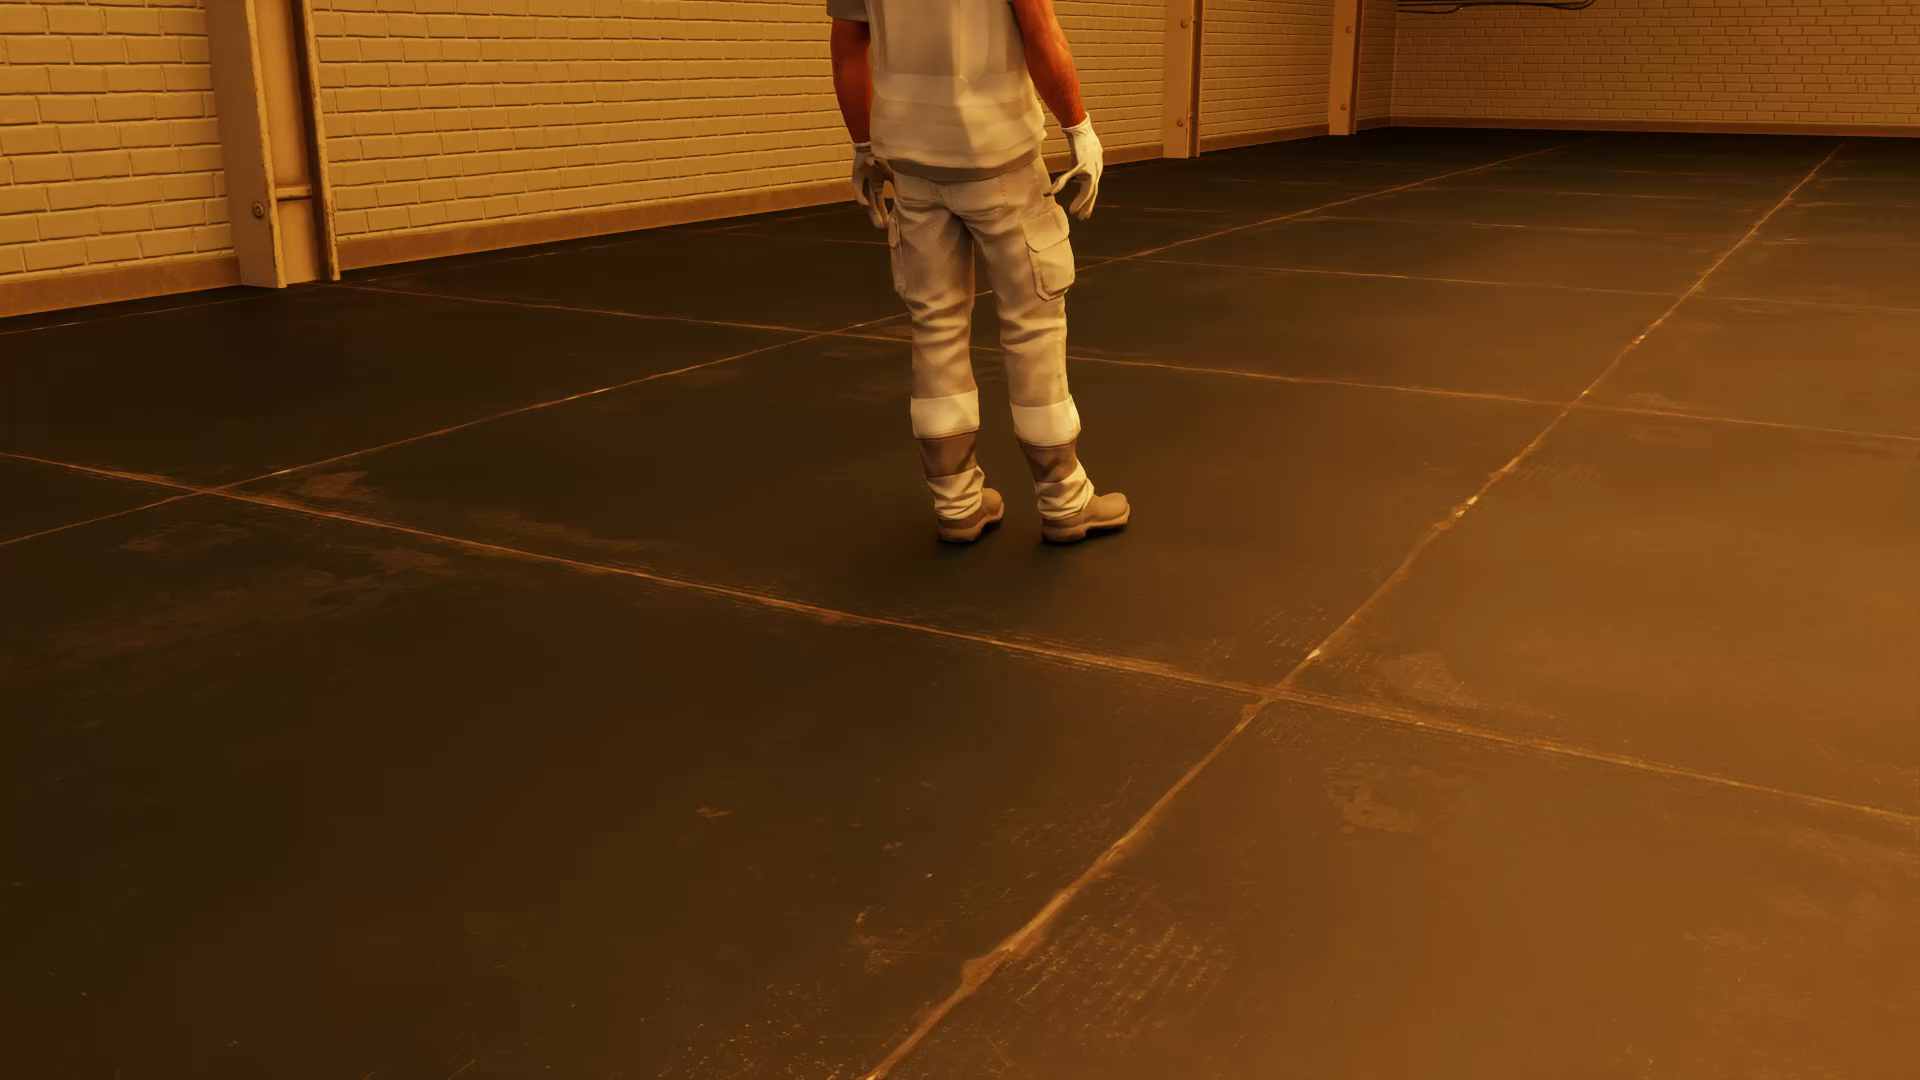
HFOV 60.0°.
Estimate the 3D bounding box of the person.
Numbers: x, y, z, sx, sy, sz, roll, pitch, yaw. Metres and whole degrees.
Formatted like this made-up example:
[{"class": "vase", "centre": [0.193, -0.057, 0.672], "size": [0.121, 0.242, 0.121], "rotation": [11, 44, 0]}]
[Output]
[{"class": "person", "centre": [0.050, -0.883, 3.847], "size": [0.637, 1.787, 0.564], "rotation": [9, 19, 28]}]
